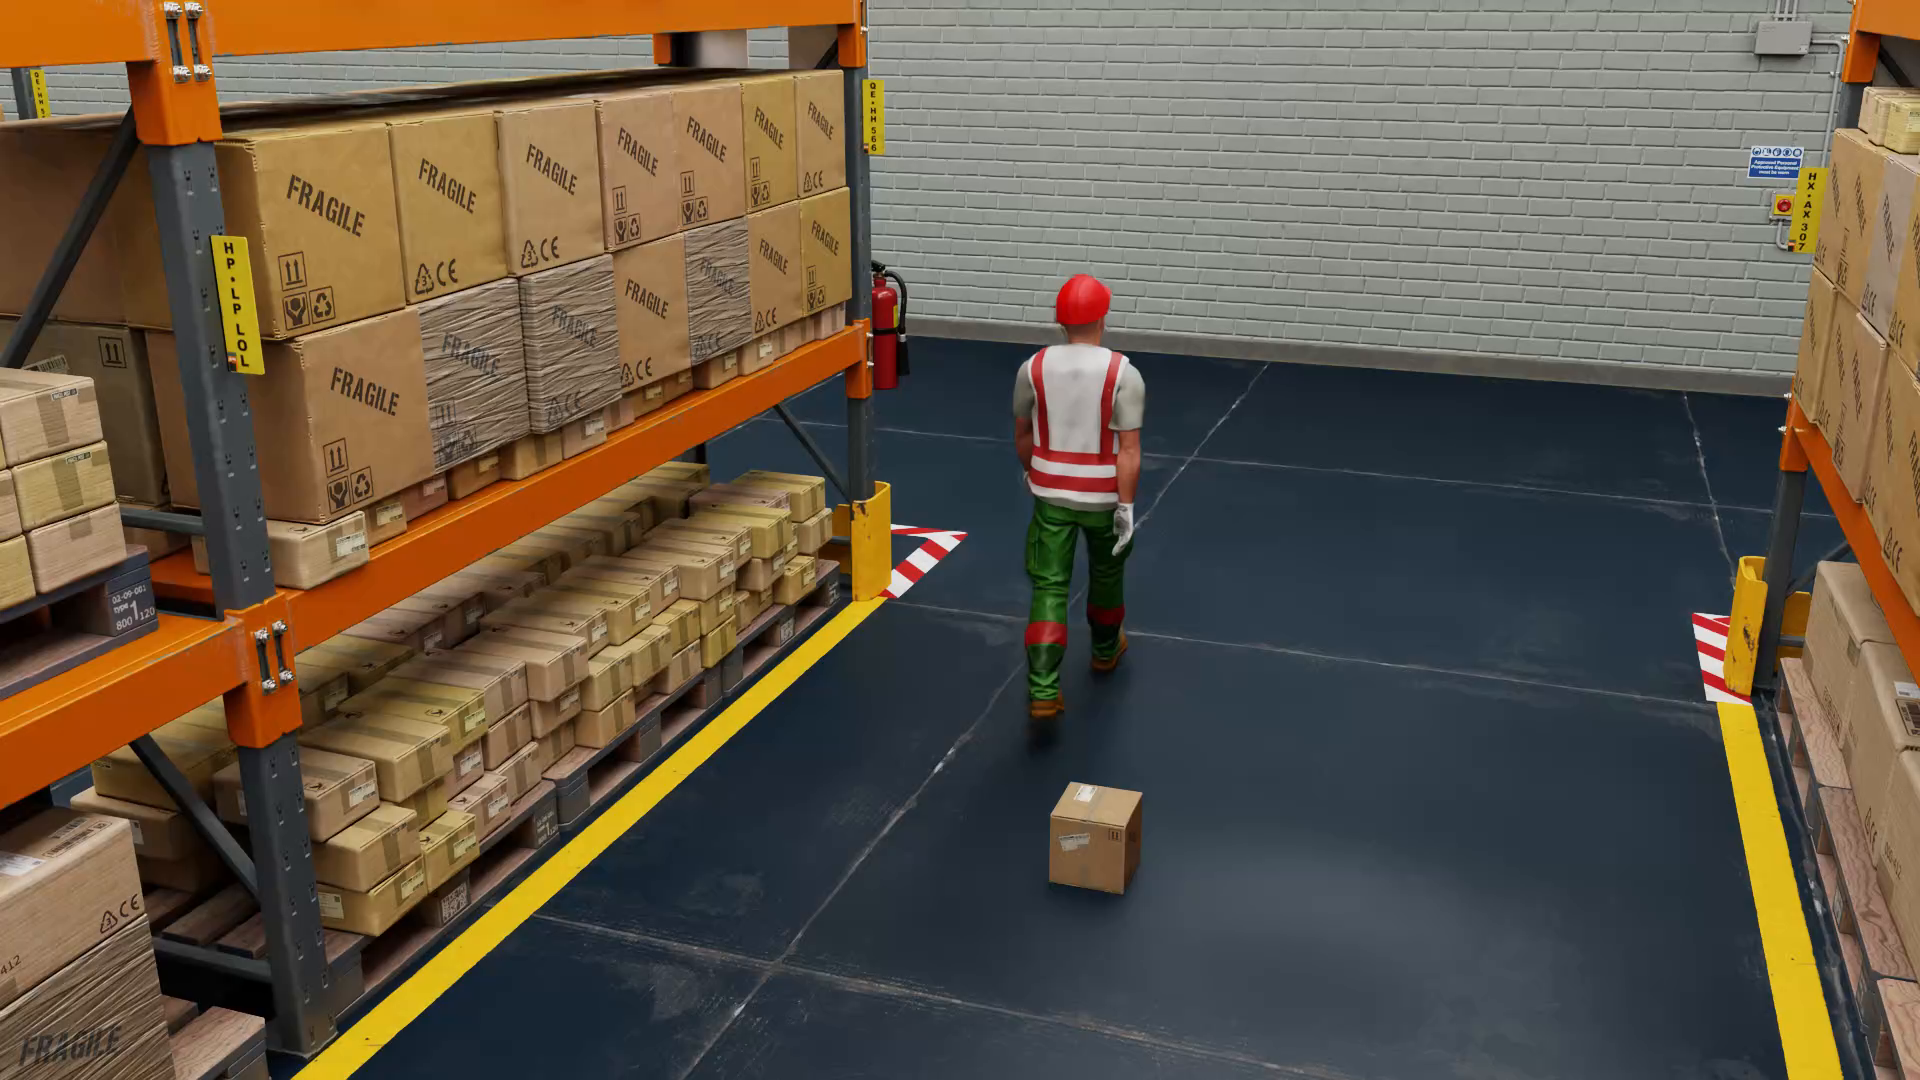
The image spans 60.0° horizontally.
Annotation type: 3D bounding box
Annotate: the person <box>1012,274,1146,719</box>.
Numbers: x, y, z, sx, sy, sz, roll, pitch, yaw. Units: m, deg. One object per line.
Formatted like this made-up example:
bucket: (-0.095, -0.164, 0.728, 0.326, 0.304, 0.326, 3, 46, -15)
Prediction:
person: (0.472, -0.196, 6.621, 0.529, 1.747, 1.056, 4, 19, 11)
